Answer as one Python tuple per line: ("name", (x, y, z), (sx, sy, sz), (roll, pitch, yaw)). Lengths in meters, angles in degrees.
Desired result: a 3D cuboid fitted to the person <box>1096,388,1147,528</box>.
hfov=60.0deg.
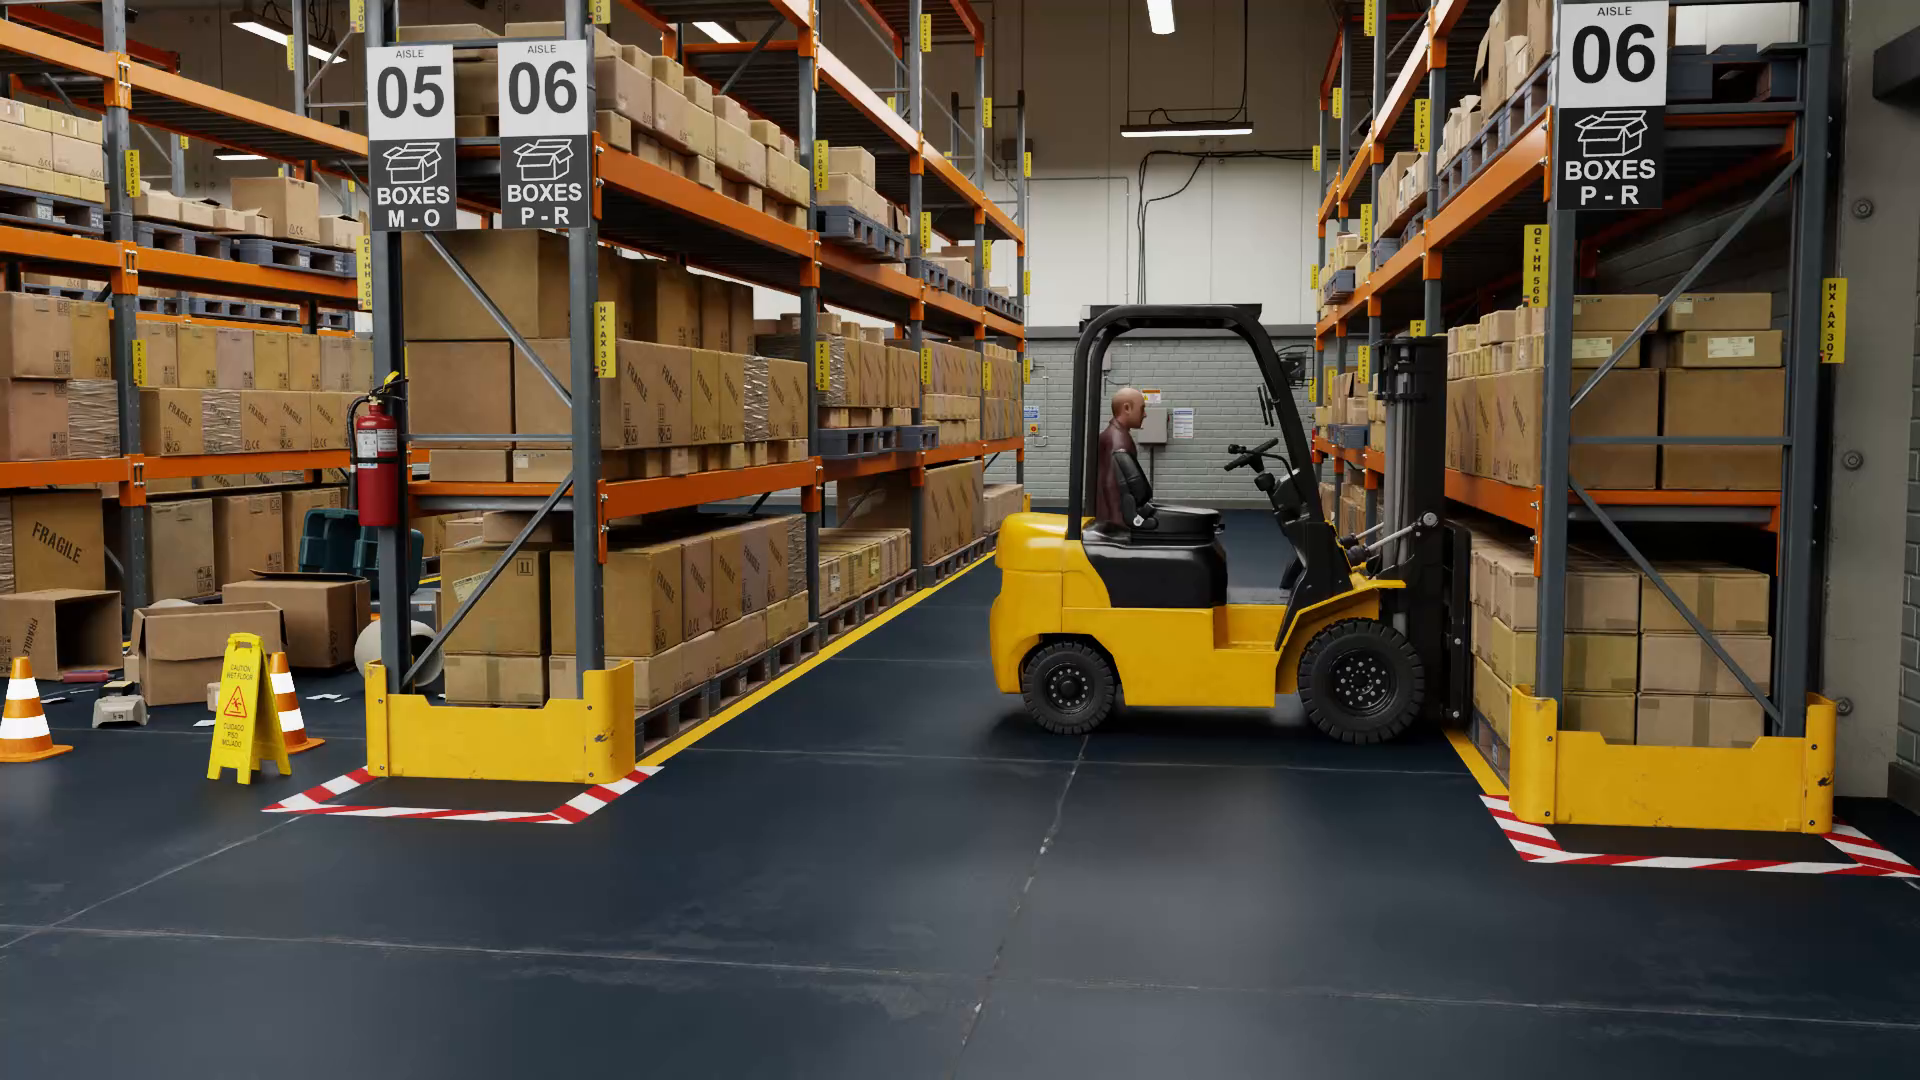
("person", (0.999, -0.064, 10.425), (0.426, 1.773, 0.652), (0, 4, 5))
